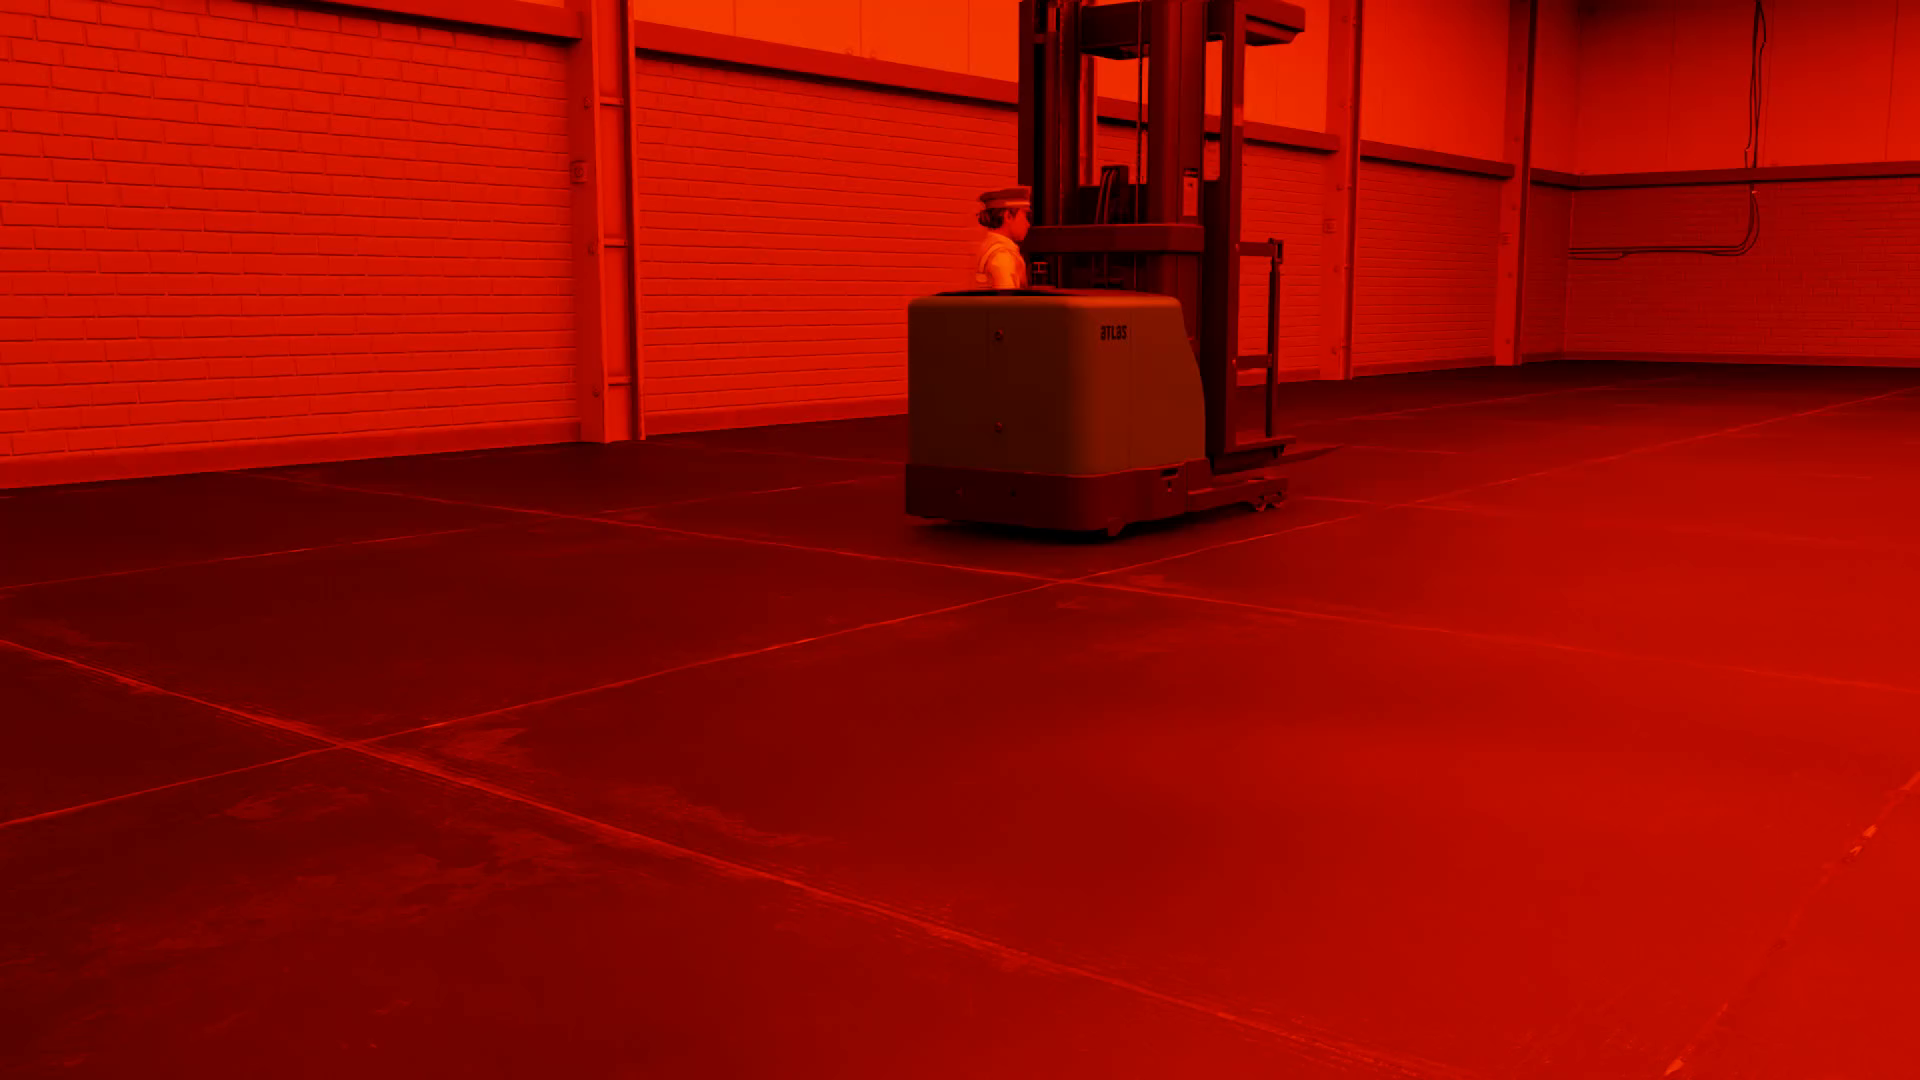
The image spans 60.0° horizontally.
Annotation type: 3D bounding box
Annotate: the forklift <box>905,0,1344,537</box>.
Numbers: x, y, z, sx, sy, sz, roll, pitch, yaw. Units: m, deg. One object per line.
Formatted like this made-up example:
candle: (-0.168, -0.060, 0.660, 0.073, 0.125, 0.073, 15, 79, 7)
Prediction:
forklift: (1.034, -1.630, 8.424, 1.130, 2.935, 3.031, 6, 10, 37)

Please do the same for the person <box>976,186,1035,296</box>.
person: (0.331, -0.851, 7.900, 0.531, 1.629, 0.714, 0, 8, 0)
